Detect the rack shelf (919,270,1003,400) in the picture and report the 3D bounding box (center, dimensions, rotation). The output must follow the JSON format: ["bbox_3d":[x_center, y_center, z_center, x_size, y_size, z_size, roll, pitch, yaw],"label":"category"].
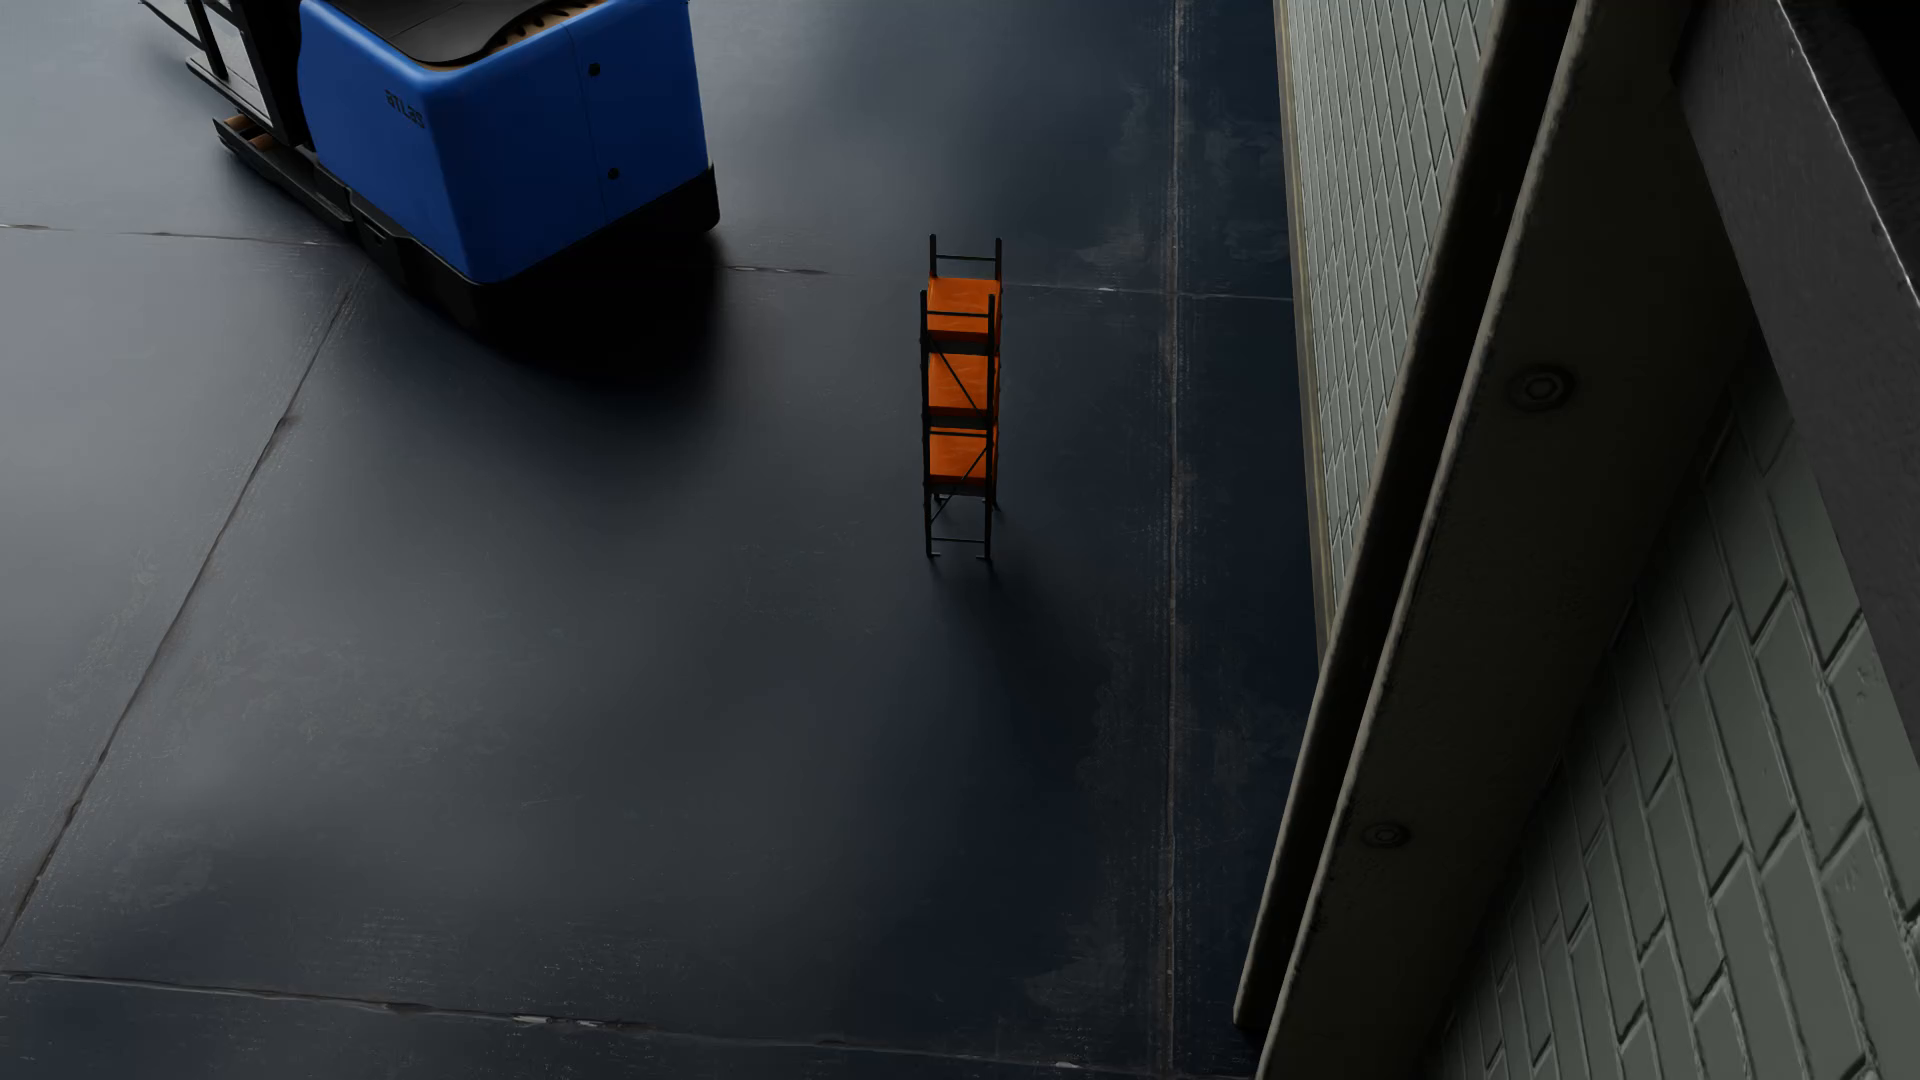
[{"bbox_3d":[0.005,-0.578,4.697,0.215,0.259,0.240,4,48,4],"label":"rack shelf"}]

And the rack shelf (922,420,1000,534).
[{"bbox_3d":[0.005,-0.199,5.111,0.215,0.259,0.240,4,48,4],"label":"rack shelf"}]

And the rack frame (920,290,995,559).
[{"bbox_3d":[-0.006,-0.304,4.817,0.200,1.050,0.008,4,48,4],"label":"rack frame"}]

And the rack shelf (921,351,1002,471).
[{"bbox_3d":[0.005,-0.387,4.906,0.215,0.259,0.240,4,48,4],"label":"rack shelf"}]

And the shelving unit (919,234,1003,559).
[{"bbox_3d":[0.005,-0.394,4.899,0.215,1.050,0.252,4,48,4],"label":"shelving unit"}]

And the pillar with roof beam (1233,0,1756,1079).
[{"bbox_3d":[-3.463,-2.003,0.984,9.100,9.000,0.400,4,48,4],"label":"pillar with roof beam"}]

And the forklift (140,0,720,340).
[{"bbox_3d":[-2.308,-2.661,5.698,3.031,2.935,1.130,36,57,28],"label":"forklift"}]

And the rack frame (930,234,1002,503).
[{"bbox_3d":[0.016,-0.483,4.981,0.200,1.050,0.008,4,48,4],"label":"rack frame"}]
